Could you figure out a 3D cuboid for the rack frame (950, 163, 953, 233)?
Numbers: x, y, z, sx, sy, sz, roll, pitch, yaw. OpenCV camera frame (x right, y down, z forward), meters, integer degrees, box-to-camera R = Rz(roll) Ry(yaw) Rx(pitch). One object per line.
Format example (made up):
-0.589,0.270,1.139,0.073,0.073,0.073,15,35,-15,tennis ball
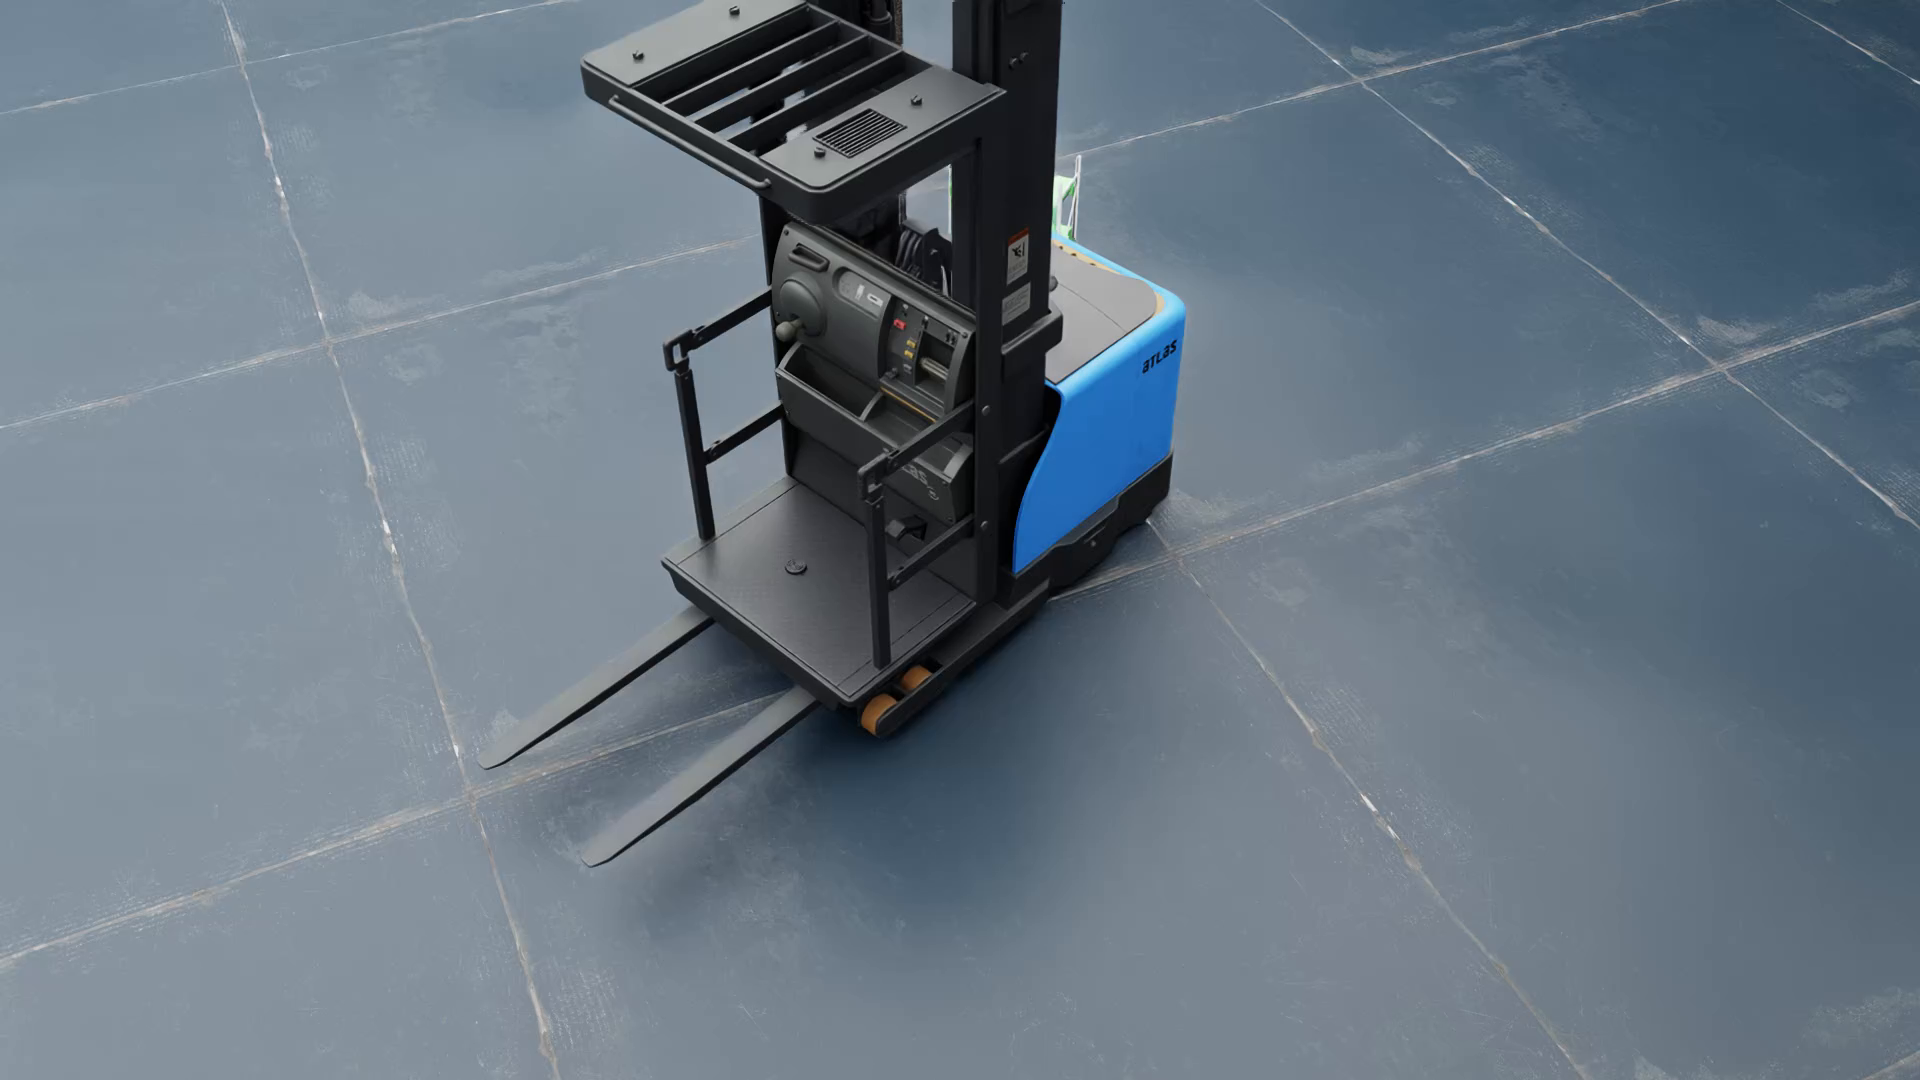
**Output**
0.007,-1.257,7.534,0.015,1.200,0.240,17,46,16,rack frame

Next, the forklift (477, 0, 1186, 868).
-0.465,-0.702,5.743,1.130,2.935,3.031,33,54,29,forklift

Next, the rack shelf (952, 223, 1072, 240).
0.233,-1.317,7.344,0.480,0.148,0.258,17,46,16,rack shelf

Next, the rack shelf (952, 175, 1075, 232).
0.236,-1.492,7.180,0.480,0.148,0.258,17,46,16,rack shelf

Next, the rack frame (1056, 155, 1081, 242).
0.456,-1.122,7.397,0.015,1.200,0.240,17,46,16,rack frame

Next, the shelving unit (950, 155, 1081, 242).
0.232,-1.189,7.465,0.503,1.200,0.258,17,46,16,shelving unit
